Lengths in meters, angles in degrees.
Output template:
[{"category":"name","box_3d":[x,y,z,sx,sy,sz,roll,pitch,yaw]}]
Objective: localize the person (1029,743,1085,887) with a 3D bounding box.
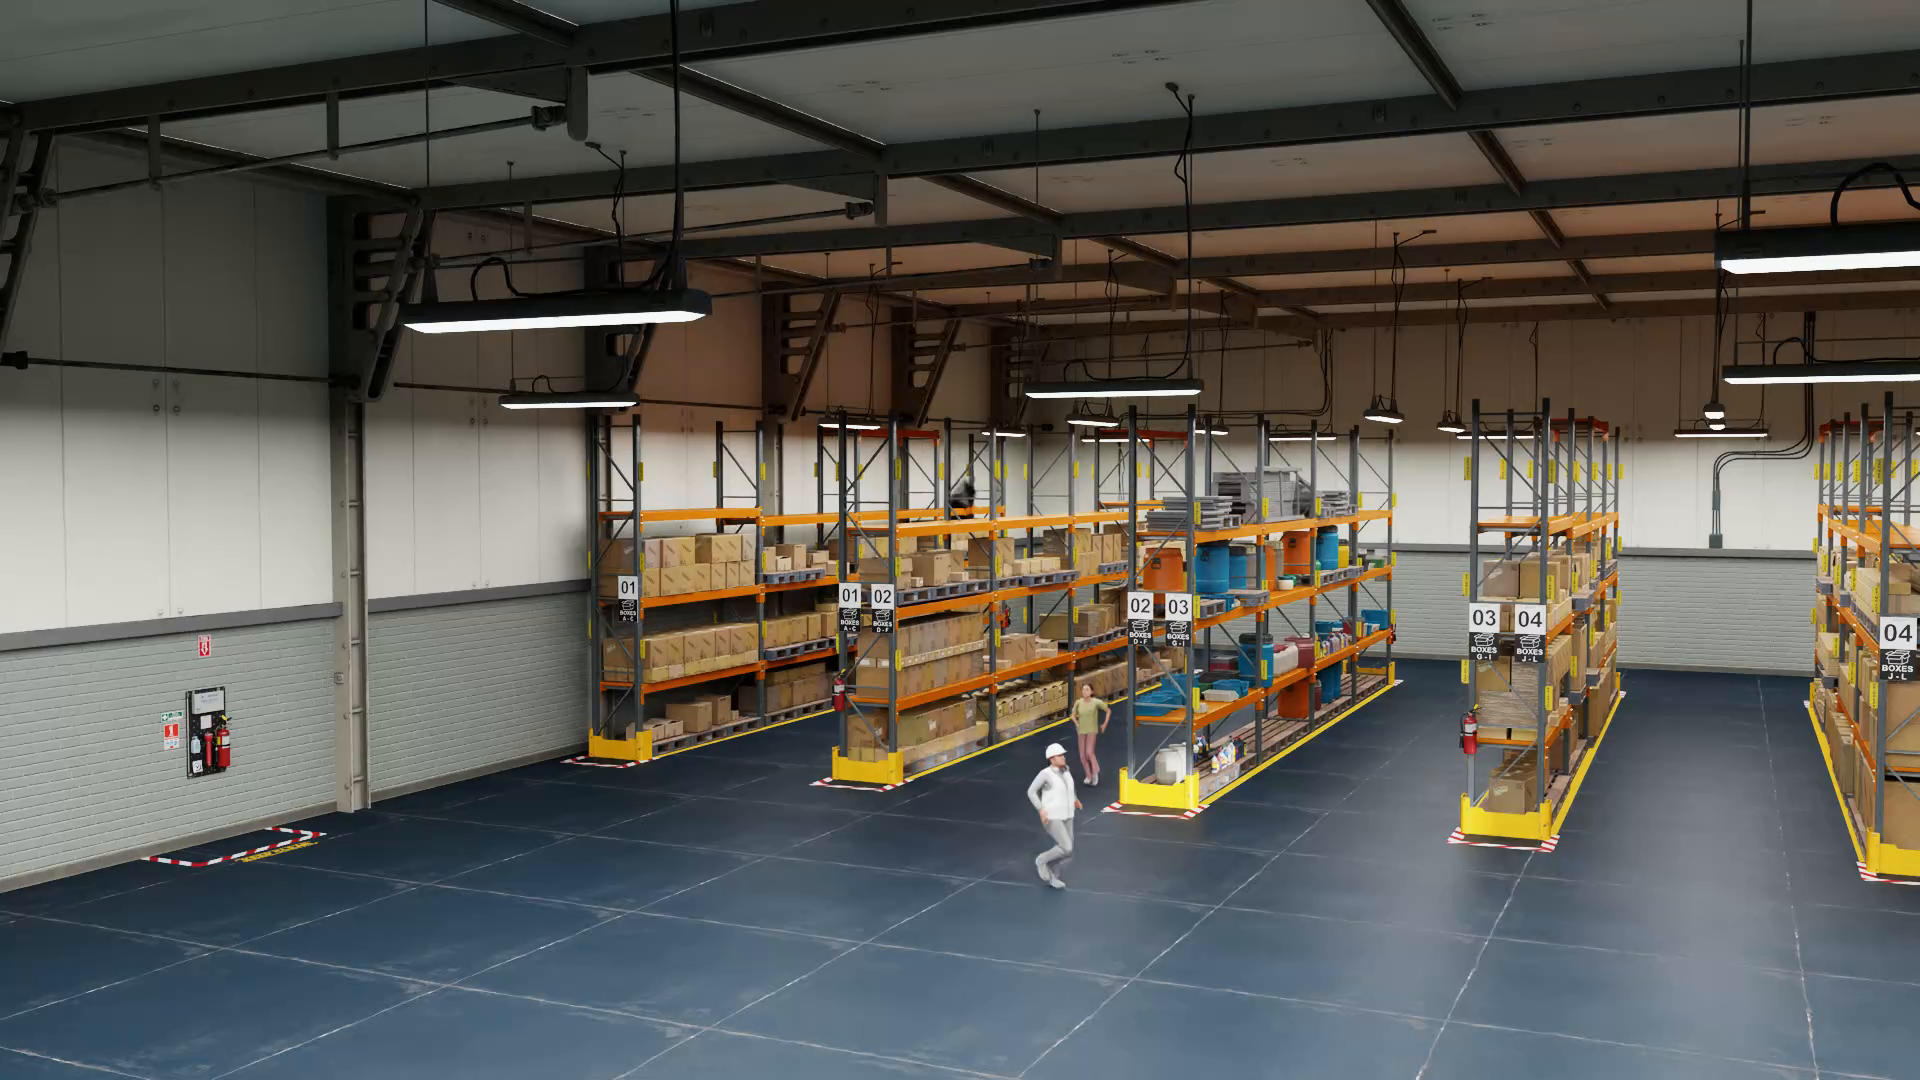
[{"category":"person","box_3d":[1.234,3.306,19.887,0.610,1.734,0.642,2,3,43]}]

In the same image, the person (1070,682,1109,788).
[{"category":"person","box_3d":[2.025,3.091,26.379,0.592,1.680,0.656,1,3,23]}]
